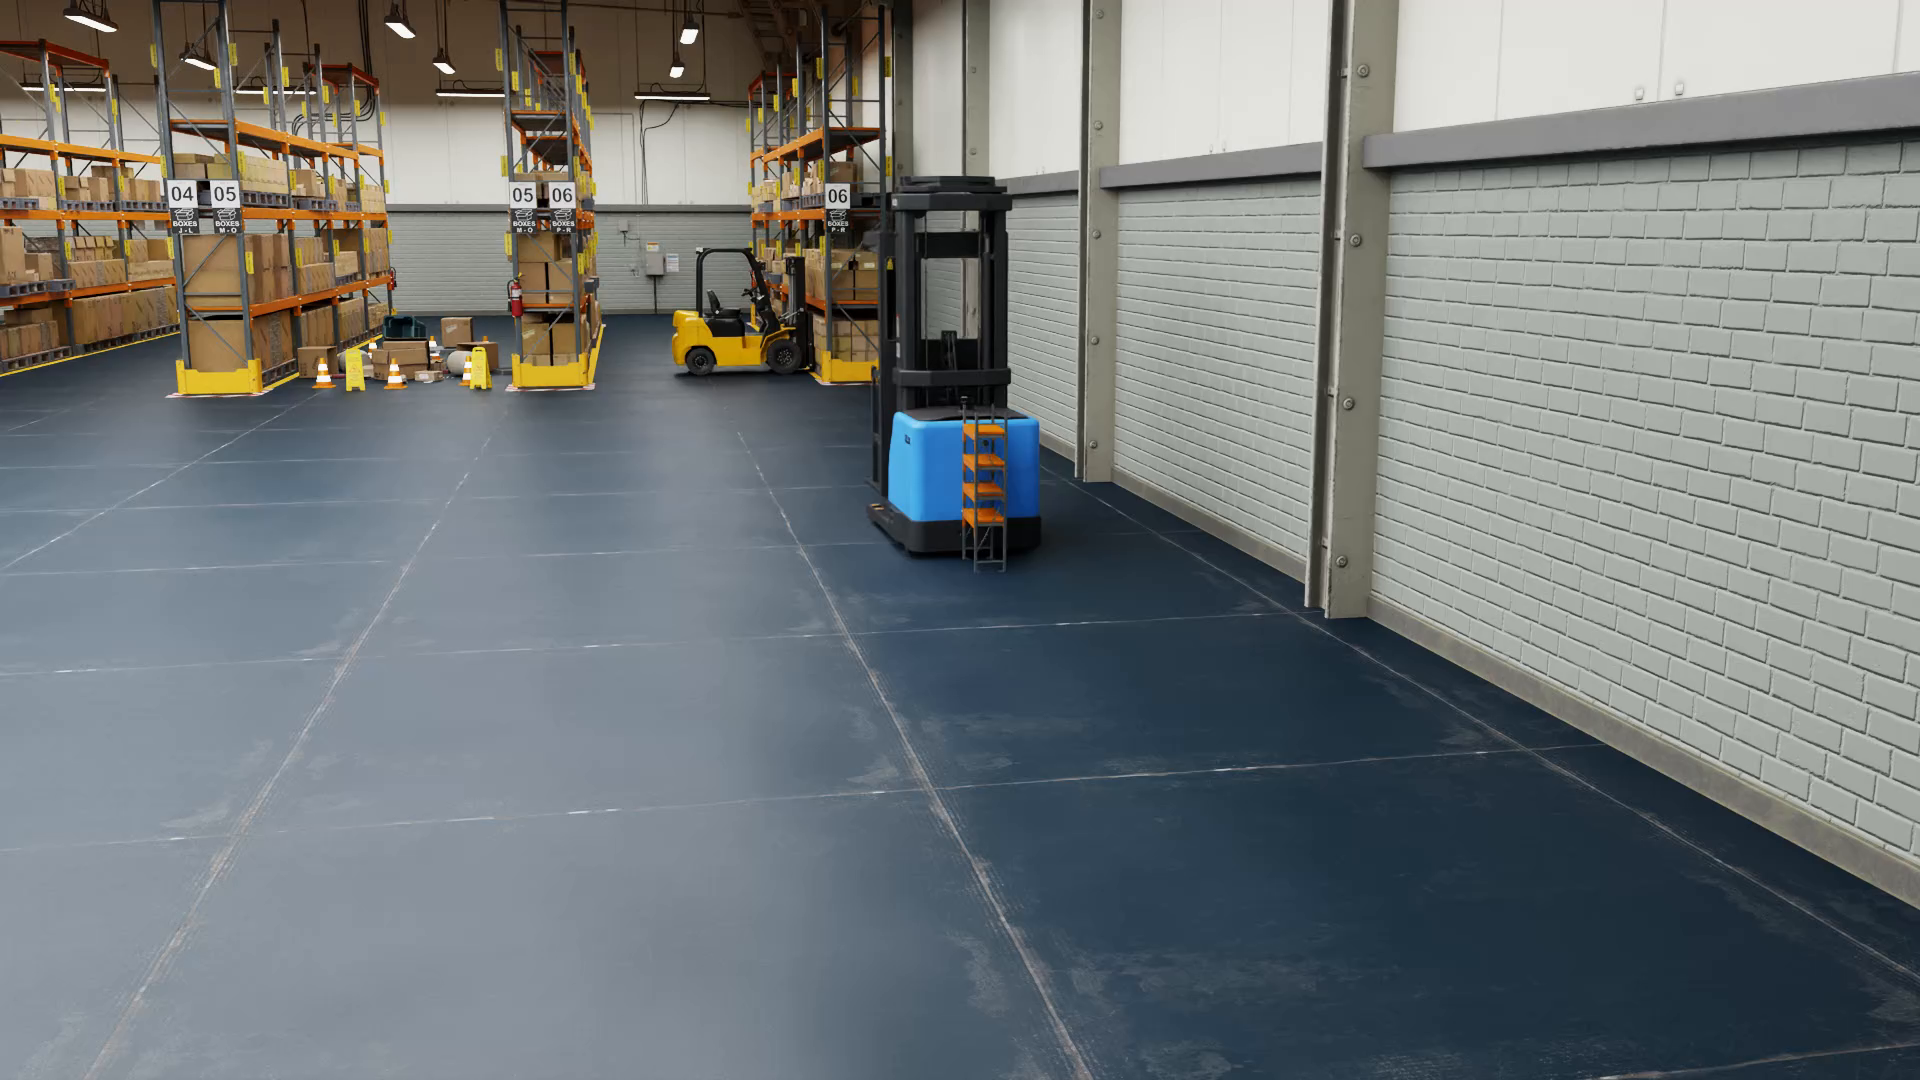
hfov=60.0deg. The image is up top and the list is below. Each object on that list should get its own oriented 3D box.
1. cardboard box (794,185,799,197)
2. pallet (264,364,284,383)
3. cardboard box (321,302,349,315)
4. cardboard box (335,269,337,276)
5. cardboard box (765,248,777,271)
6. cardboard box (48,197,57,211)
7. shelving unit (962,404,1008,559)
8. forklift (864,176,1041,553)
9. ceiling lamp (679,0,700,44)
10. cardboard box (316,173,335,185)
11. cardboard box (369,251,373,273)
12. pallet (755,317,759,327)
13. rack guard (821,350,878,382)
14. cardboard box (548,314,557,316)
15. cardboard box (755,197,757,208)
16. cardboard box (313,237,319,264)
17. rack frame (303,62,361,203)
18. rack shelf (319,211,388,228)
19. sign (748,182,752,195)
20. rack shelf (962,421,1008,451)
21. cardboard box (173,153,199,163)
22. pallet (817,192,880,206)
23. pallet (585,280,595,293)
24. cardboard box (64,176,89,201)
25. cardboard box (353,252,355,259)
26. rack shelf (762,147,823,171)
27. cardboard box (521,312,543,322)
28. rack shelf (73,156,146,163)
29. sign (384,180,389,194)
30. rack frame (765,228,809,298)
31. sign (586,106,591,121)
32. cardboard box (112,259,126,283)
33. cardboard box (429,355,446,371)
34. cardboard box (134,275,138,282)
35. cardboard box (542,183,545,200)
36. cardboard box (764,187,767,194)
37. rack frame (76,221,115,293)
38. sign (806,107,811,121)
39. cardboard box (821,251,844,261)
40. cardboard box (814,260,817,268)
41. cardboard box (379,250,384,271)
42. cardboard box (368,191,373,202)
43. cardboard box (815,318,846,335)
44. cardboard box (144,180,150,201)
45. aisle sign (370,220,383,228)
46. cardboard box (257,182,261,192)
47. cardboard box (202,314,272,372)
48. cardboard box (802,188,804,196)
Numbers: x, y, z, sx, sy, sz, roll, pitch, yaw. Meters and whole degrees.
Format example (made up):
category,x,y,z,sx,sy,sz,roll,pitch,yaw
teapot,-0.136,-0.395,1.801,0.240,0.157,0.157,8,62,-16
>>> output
category,x,y,z,sx,sy,sz,roll,pitch,yaw
cardboard box,-2.868,-6.681,31.599,0.500,0.311,0.500,-2,11,-13
pallet,-11.881,-2.755,27.608,1.003,0.211,1.213,-2,11,-11
cardboard box,-12.966,-4.800,34.451,0.500,0.250,0.500,-2,11,-12
cardboard box,-12.911,-5.447,33.840,0.380,0.149,0.250,-2,11,-8
cardboard box,-4.069,-6.402,37.921,0.700,0.500,0.500,-2,11,-10
cardboard box,-17.522,-6.385,31.600,0.500,0.250,0.500,-2,11,-11
shelving unit,0.184,-0.396,12.538,0.258,1.200,0.492,-2,12,-10
forklift,-0.199,-1.569,14.099,1.130,2.935,3.031,-2,11,-13
ceiling lamp,-4.617,-10.581,29.609,0.800,3.185,2.000,-2,11,-11
cardboard box,-12.879,-7.303,33.706,0.396,0.266,0.258,-2,11,-11
cardboard box,-13.701,-6.345,37.946,0.500,0.500,0.500,-2,11,-11
pallet,-4.652,-5.542,42.251,1.003,0.211,1.213,-2,11,-11
rack guard,-1.706,-2.905,27.625,1.175,0.500,0.348,-2,11,-11
cardboard box,-7.507,-3.796,29.844,0.500,0.500,0.500,-2,11,-8
cardboard box,-4.798,-8.340,41.076,0.500,0.250,0.500,-2,11,-13
cardboard box,-12.793,-5.590,32.103,0.700,0.500,0.500,-2,11,-12
rack frame,-13.748,-8.906,36.421,1.000,3.000,0.127,-2,11,-11
rack shelf,-14.137,-7.446,38.696,1.077,0.370,4.000,-2,11,-11
sign,-5.355,-8.955,42.366,0.100,0.325,0.005,-2,11,-11
rack shelf,0.186,-0.779,12.451,0.258,0.148,0.480,-2,12,-10
cardboard box,-11.813,-5.805,25.298,0.380,0.149,0.250,-2,11,-10
pallet,-1.823,-5.699,27.828,1.003,0.211,1.213,-2,11,-11
pallet,-7.363,-4.741,31.099,1.003,0.211,1.213,-2,11,-11
cardboard box,-18.274,-7.168,33.912,0.797,0.503,0.637,-2,11,-12
cardboard box,-13.426,-6.218,36.302,0.380,0.149,0.250,-2,11,-13
rack shelf,-3.655,-8.369,36.594,1.077,0.370,4.000,-2,11,-11
cardboard box,-7.127,-3.702,27.612,0.380,0.149,0.250,-2,11,-9
rack shelf,-19.022,-8.657,37.585,0.919,0.124,3.809,-2,11,-11
sign,-13.978,-8.618,40.560,0.100,0.325,0.005,-2,11,-11
rack frame,-4.044,-6.339,38.977,1.000,3.000,0.127,-2,11,-11
sign,-8.383,-9.624,37.485,0.100,0.325,0.005,-2,11,-11
cardboard box,-18.274,-5.770,35.724,0.500,0.500,0.500,-2,11,-11
cardboard box,-9.303,-3.120,29.377,0.396,0.266,0.258,9,14,38
cardboard box,-18.416,-5.788,36.757,0.380,0.149,0.250,-2,11,-13
cardboard box,-7.026,-5.680,27.097,0.500,0.250,0.500,-2,11,-12
cardboard box,-4.211,-7.879,37.533,0.380,0.149,0.250,-2,11,-12
rack frame,-18.630,-5.797,36.132,0.949,2.616,0.053,-2,11,-11
sign,-3.501,-9.844,38.426,0.100,0.325,0.005,-2,11,-11
cardboard box,-2.143,-4.801,28.100,0.380,0.149,0.250,-2,11,-10
cardboard box,-2.326,-4.793,28.856,0.380,0.149,0.250,-2,11,-11
cardboard box,-13.983,-6.627,39.432,0.518,0.500,0.518,-2,11,-9
cardboard box,-13.783,-7.886,38.147,0.500,0.250,0.500,-2,11,-10
cardboard box,-2.211,-3.651,28.413,0.500,0.250,0.500,-2,11,-10
cardboard box,-19.266,-8.108,38.592,0.700,0.500,0.500,-3,11,-13
aisle sign,-14.246,-7.994,40.721,0.394,0.787,0.004,-2,11,-11
cardboard box,-11.363,-5.623,26.478,0.380,0.149,0.250,-2,11,-11
cardboard box,-11.784,-3.204,27.067,0.875,0.875,0.875,-2,11,-12
cardboard box,-2.699,-6.384,30.472,0.380,0.149,0.250,-2,11,-10
